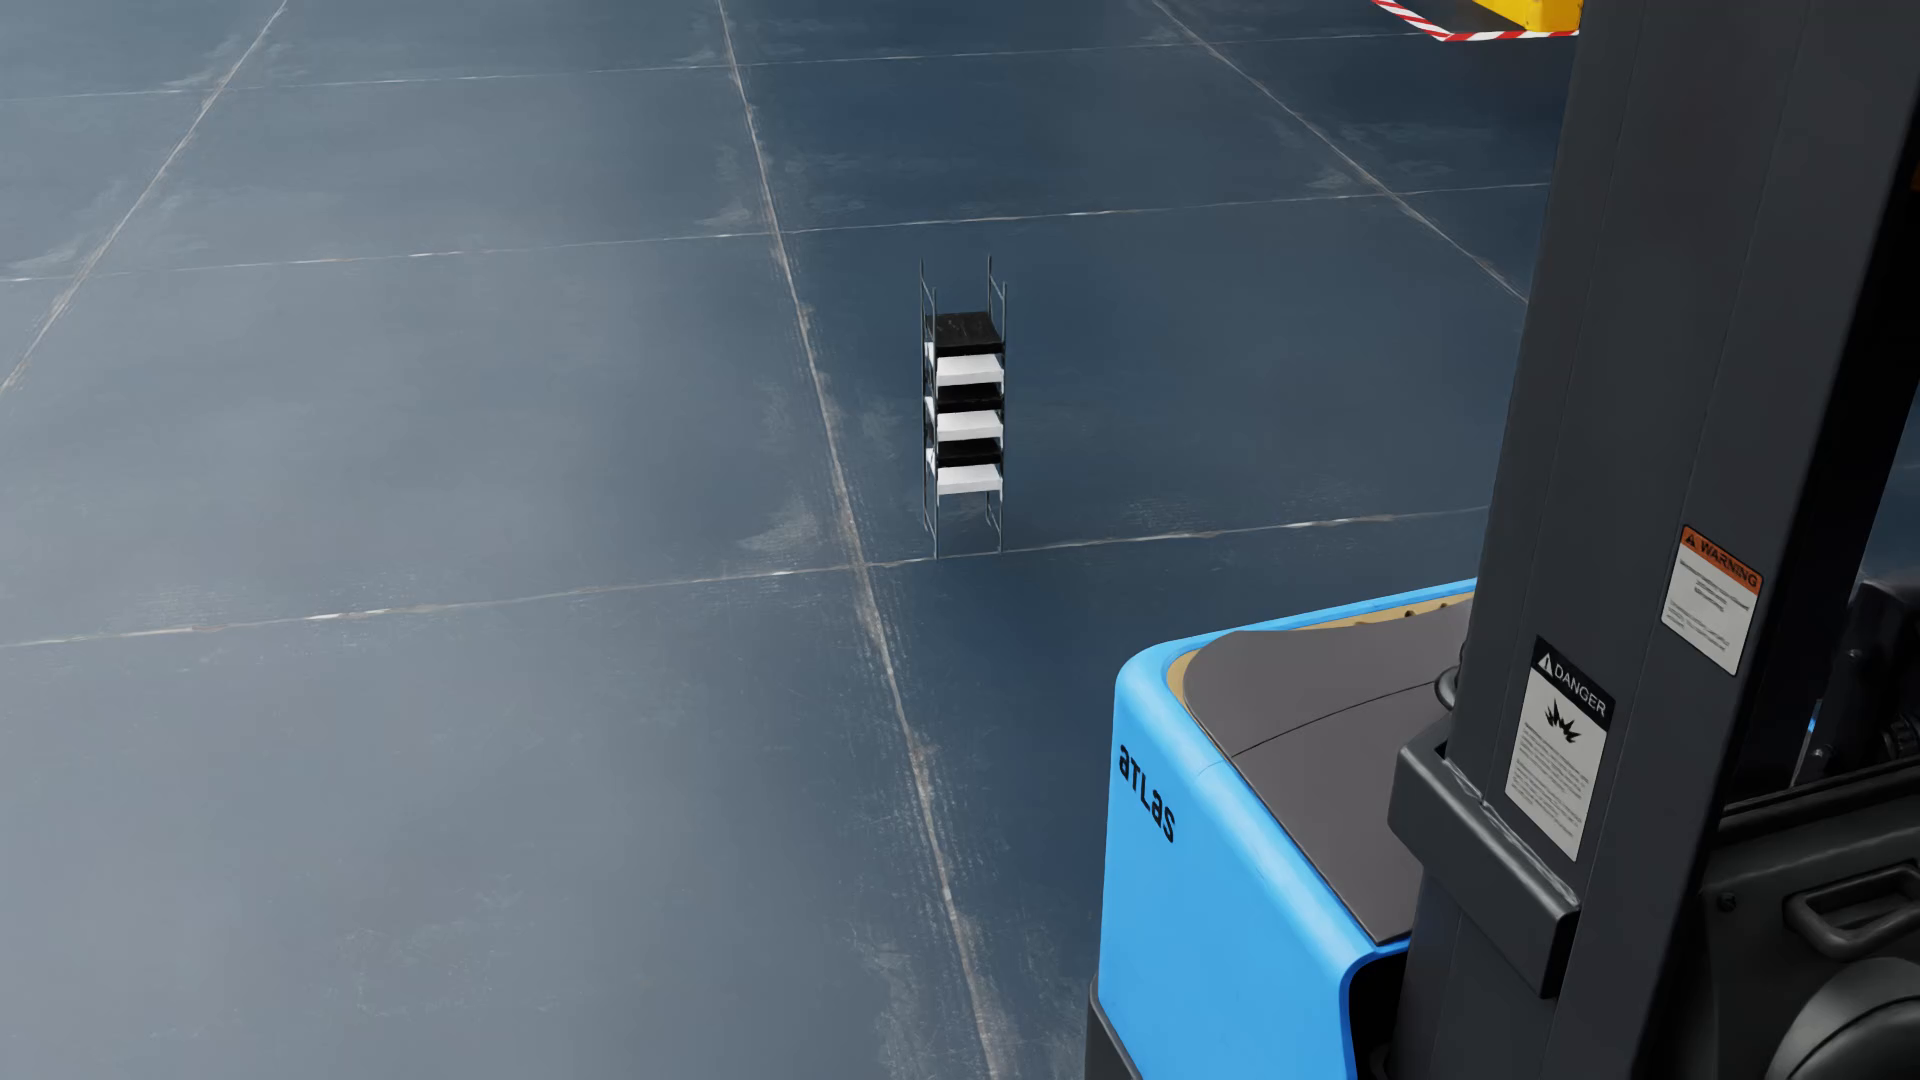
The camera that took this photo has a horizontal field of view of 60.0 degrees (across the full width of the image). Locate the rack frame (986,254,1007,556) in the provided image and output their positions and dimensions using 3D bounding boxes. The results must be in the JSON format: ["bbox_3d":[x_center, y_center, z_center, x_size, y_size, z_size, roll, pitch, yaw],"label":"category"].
[{"bbox_3d":[0.108,-0.398,5.039,0.006,0.900,0.240,-5,31,-9],"label":"rack frame"}]

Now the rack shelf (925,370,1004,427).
[{"bbox_3d":[0.008,-0.437,4.994,0.200,0.077,0.258,-5,31,-9],"label":"rack shelf"}]

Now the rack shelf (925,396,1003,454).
[{"bbox_3d":[0.008,-0.360,5.040,0.200,0.077,0.258,-5,31,-9],"label":"rack shelf"}]

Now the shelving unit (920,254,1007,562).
[{"bbox_3d":[0.008,-0.389,5.023,0.210,0.900,0.258,-5,31,-9],"label":"shelving unit"}]

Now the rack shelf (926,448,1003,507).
[{"bbox_3d":[0.008,-0.205,5.131,0.200,0.077,0.258,-5,31,-9],"label":"rack shelf"}]

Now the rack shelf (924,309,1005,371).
[{"bbox_3d":[0.008,-0.593,4.903,0.200,0.077,0.258,-5,31,-9],"label":"rack shelf"}]

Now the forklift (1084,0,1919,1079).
[{"bbox_3d":[1.219,0.470,1.559,1.130,2.935,3.031,-10,32,-17],"label":"forklift"}]

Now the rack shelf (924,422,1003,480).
[{"bbox_3d":[0.008,-0.282,5.086,0.200,0.077,0.258,-5,31,-9],"label":"rack shelf"}]

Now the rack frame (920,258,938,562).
[{"bbox_3d":[-0.092,-0.379,5.007,0.006,0.900,0.240,-5,31,-9],"label":"rack frame"}]

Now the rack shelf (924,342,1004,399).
[{"bbox_3d":[0.008,-0.515,4.949,0.200,0.077,0.258,-5,31,-9],"label":"rack shelf"}]

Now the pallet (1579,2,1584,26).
[{"bbox_3d":[4.632,-3.781,11.472,1.213,0.211,1.003,-5,31,-9],"label":"pallet"}]

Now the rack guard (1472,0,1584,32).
[{"bbox_3d":[3.827,-3.849,11.303,0.348,0.500,1.175,-5,31,-9],"label":"rack guard"}]
